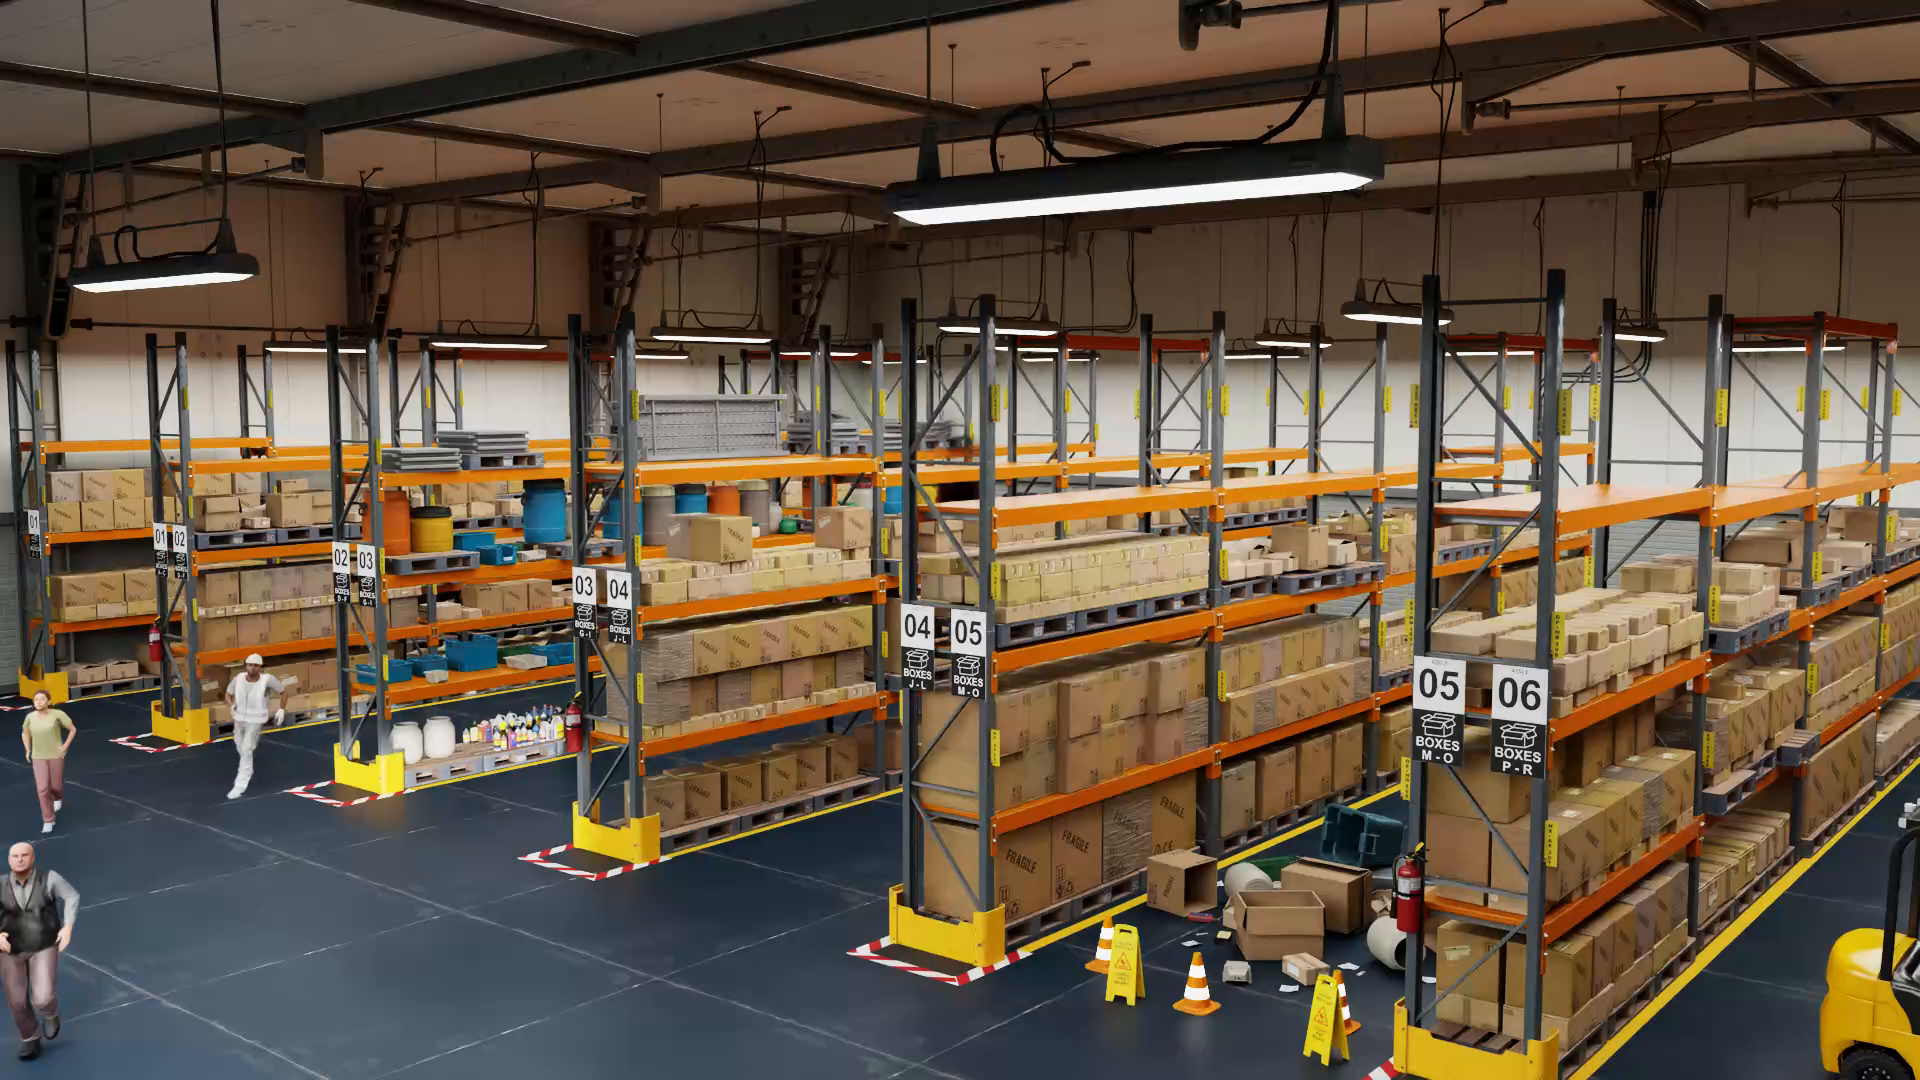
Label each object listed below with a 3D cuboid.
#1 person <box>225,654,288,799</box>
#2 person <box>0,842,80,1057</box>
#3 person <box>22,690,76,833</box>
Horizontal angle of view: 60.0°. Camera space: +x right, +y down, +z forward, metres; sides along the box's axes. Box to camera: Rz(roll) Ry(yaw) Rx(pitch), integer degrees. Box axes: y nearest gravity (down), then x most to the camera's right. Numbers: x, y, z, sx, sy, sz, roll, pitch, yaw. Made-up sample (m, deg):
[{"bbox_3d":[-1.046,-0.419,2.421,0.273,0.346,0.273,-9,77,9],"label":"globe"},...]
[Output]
[{"bbox_3d":[-9.089,2.349,21.381,0.753,1.804,0.850,0,5,3],"label":"person"},{"bbox_3d":[-7.193,3.166,12.860,0.687,1.675,0.591,-2,6,-24],"label":"person"},{"bbox_3d":[-10.794,2.578,19.733,0.584,1.668,0.712,-1,5,-16],"label":"person"}]
